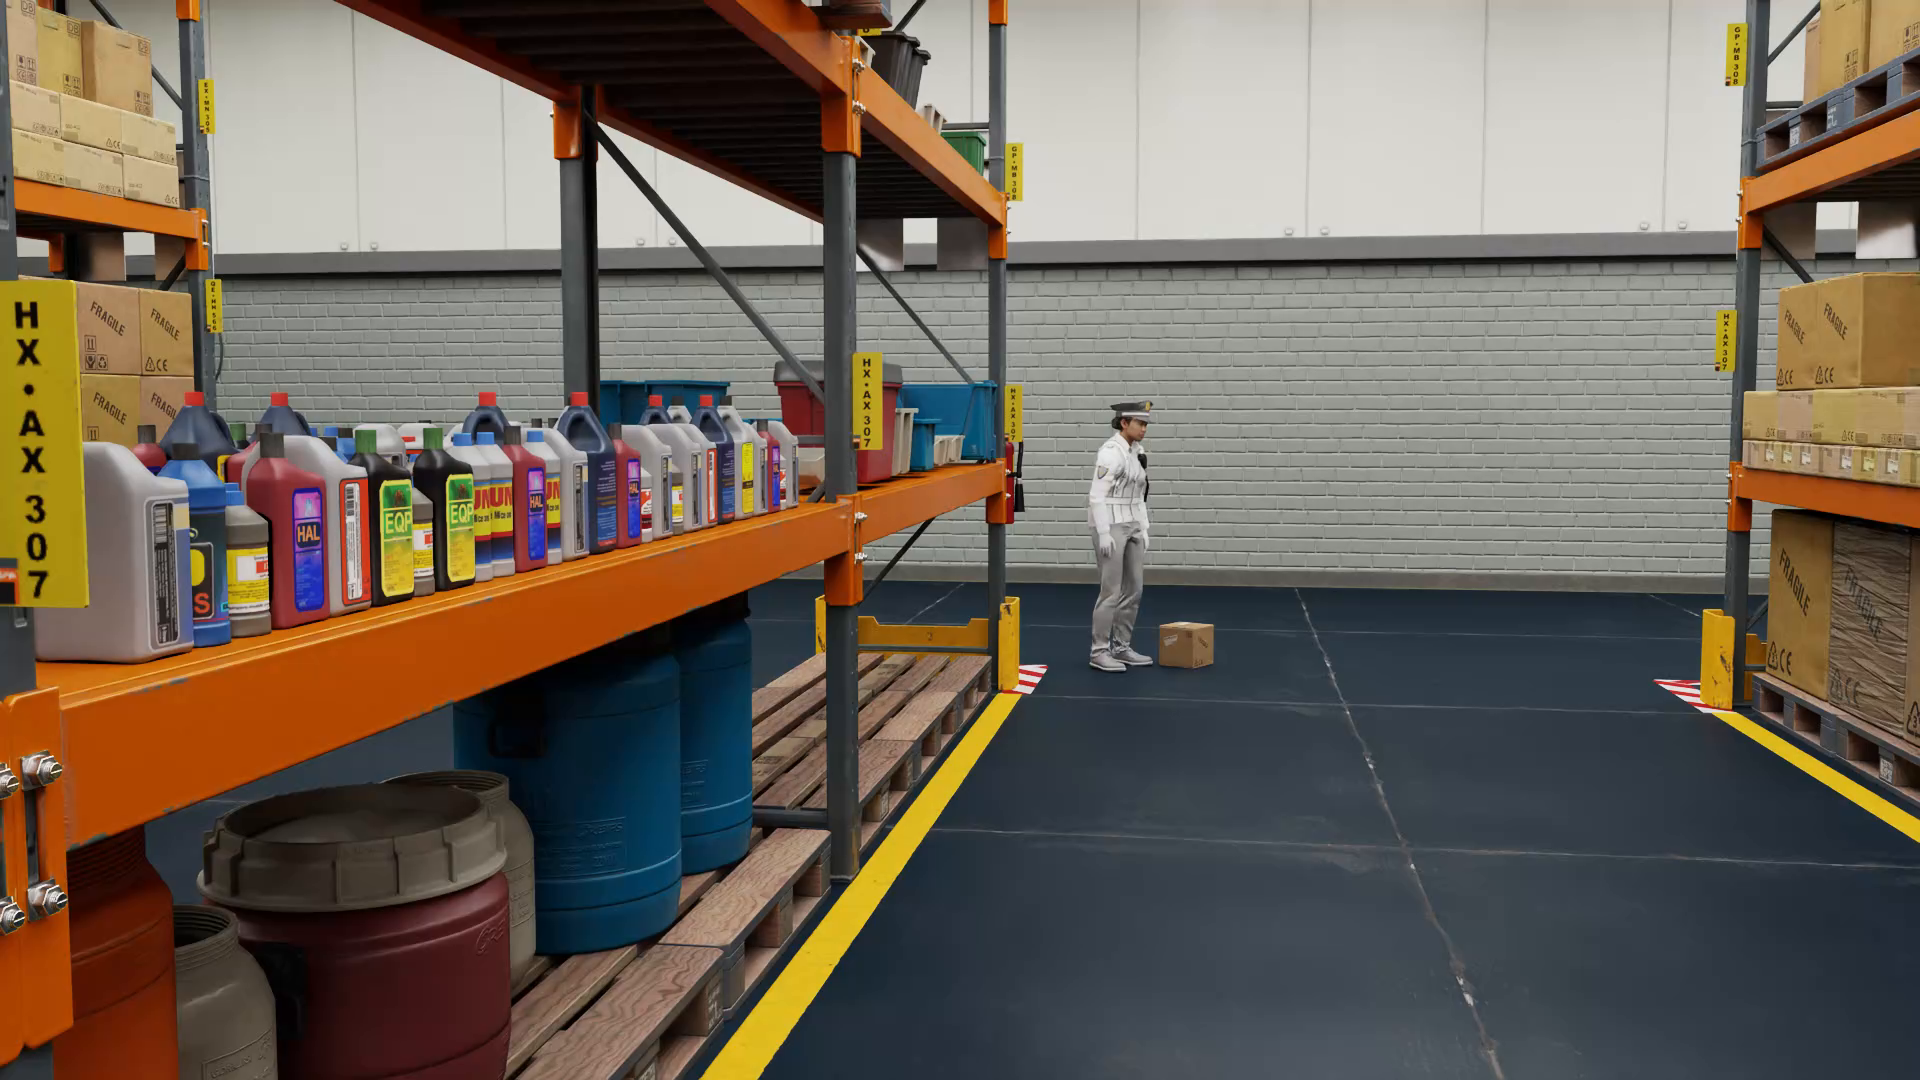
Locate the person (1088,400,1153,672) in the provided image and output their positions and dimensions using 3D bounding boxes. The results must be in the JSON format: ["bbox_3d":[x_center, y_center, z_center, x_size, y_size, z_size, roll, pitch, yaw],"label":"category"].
[{"bbox_3d":[1.007,-0.038,10.354,0.378,1.663,0.533,4,6,39],"label":"person"}]
